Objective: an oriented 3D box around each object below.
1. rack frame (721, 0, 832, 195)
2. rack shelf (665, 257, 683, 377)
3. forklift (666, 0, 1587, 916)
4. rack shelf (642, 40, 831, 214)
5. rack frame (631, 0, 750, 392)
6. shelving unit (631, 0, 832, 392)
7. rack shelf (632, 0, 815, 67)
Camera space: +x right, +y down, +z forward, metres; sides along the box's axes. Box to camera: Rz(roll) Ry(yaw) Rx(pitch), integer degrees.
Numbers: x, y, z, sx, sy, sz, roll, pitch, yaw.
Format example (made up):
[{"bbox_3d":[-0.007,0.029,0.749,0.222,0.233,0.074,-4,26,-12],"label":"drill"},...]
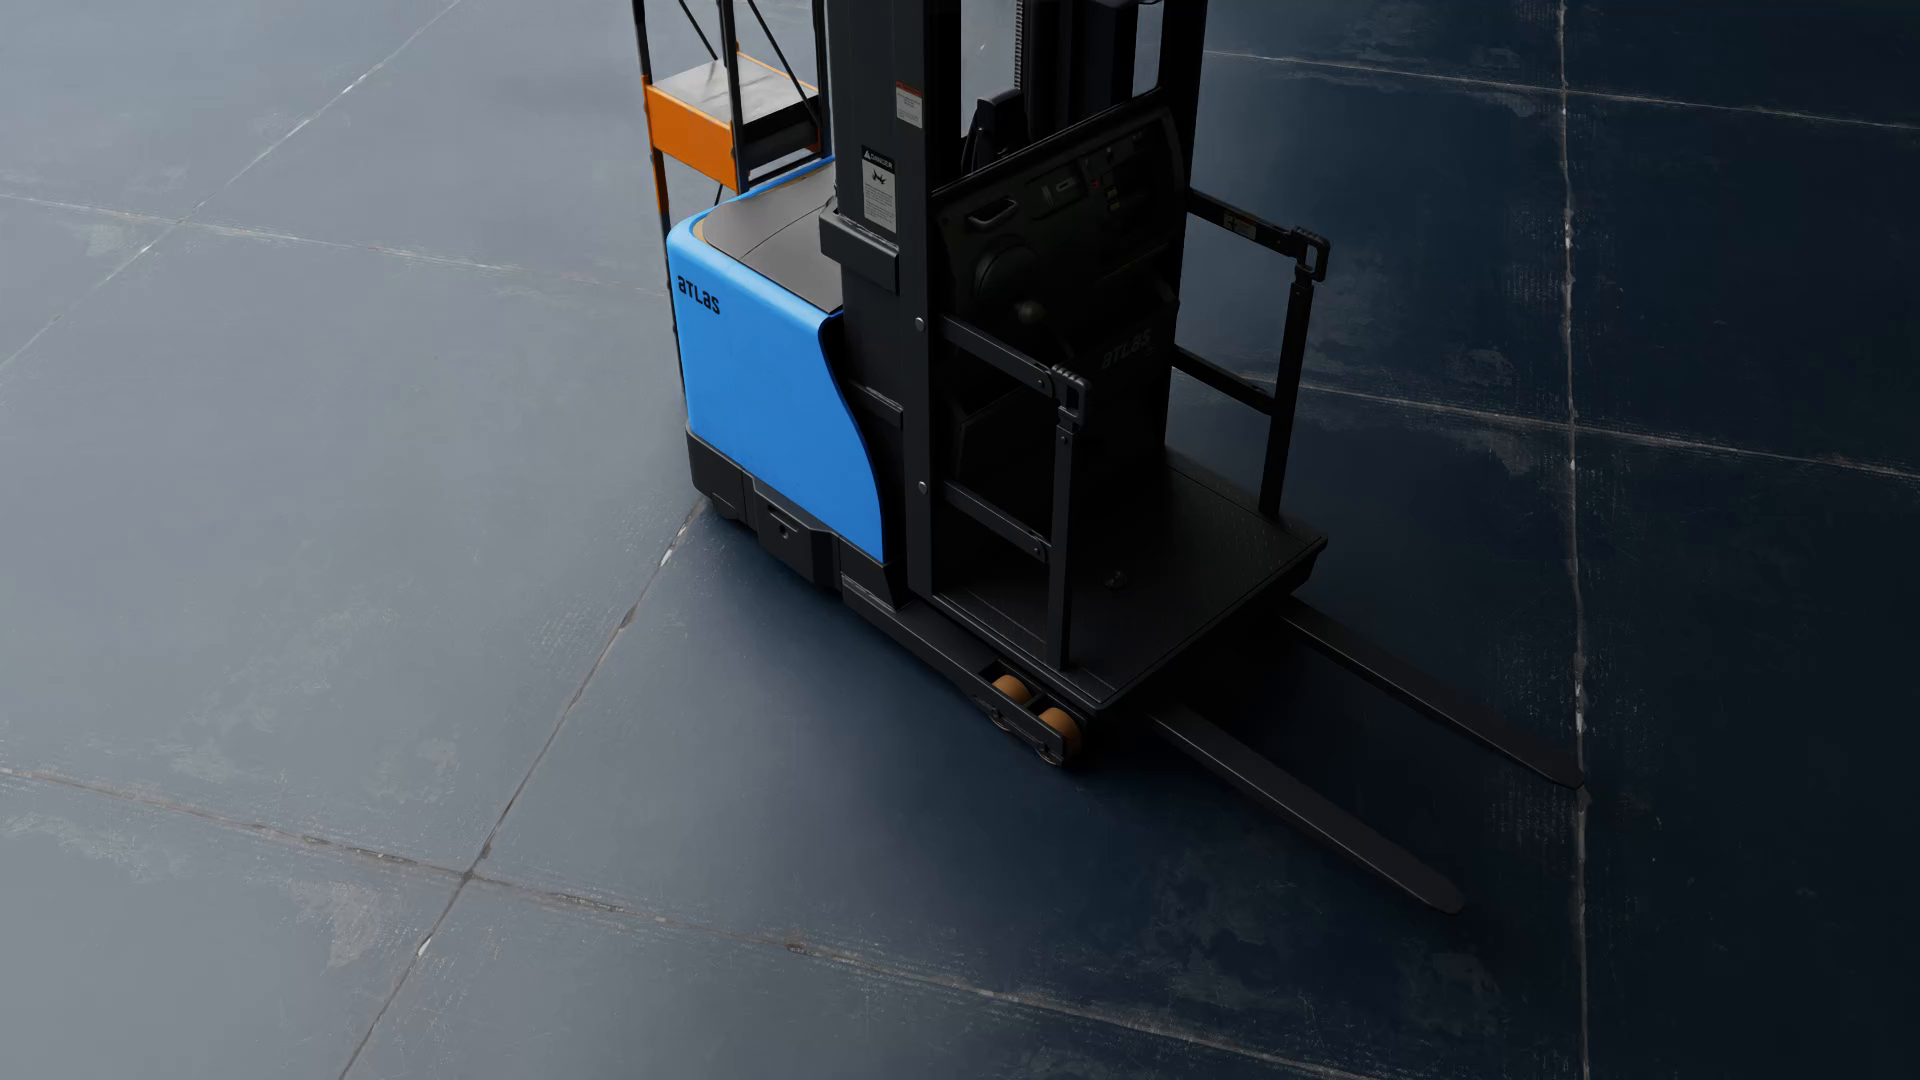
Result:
[{"bbox_3d":[-0.586,-1.246,5.601,0.400,2.100,0.015,-32,50,-33],"label":"rack frame"},{"bbox_3d":[-0.758,-0.811,6.193,0.431,0.518,0.480,-32,50,-33],"label":"rack shelf"},{"bbox_3d":[0.443,-0.834,4.463,1.130,2.935,3.031,-32,50,-33],"label":"forklift"},{"bbox_3d":[-0.758,-1.347,5.743,0.431,0.518,0.480,-32,50,-33],"label":"rack shelf"},{"bbox_3d":[-0.929,-1.469,5.867,0.400,2.100,0.015,-32,50,-33],"label":"rack frame"},{"bbox_3d":[-0.758,-1.358,5.734,0.431,2.100,0.503,-32,50,-33],"label":"shelving unit"},{"bbox_3d":[-0.758,-1.883,5.293,0.431,0.518,0.480,-32,50,-33],"label":"rack shelf"}]
